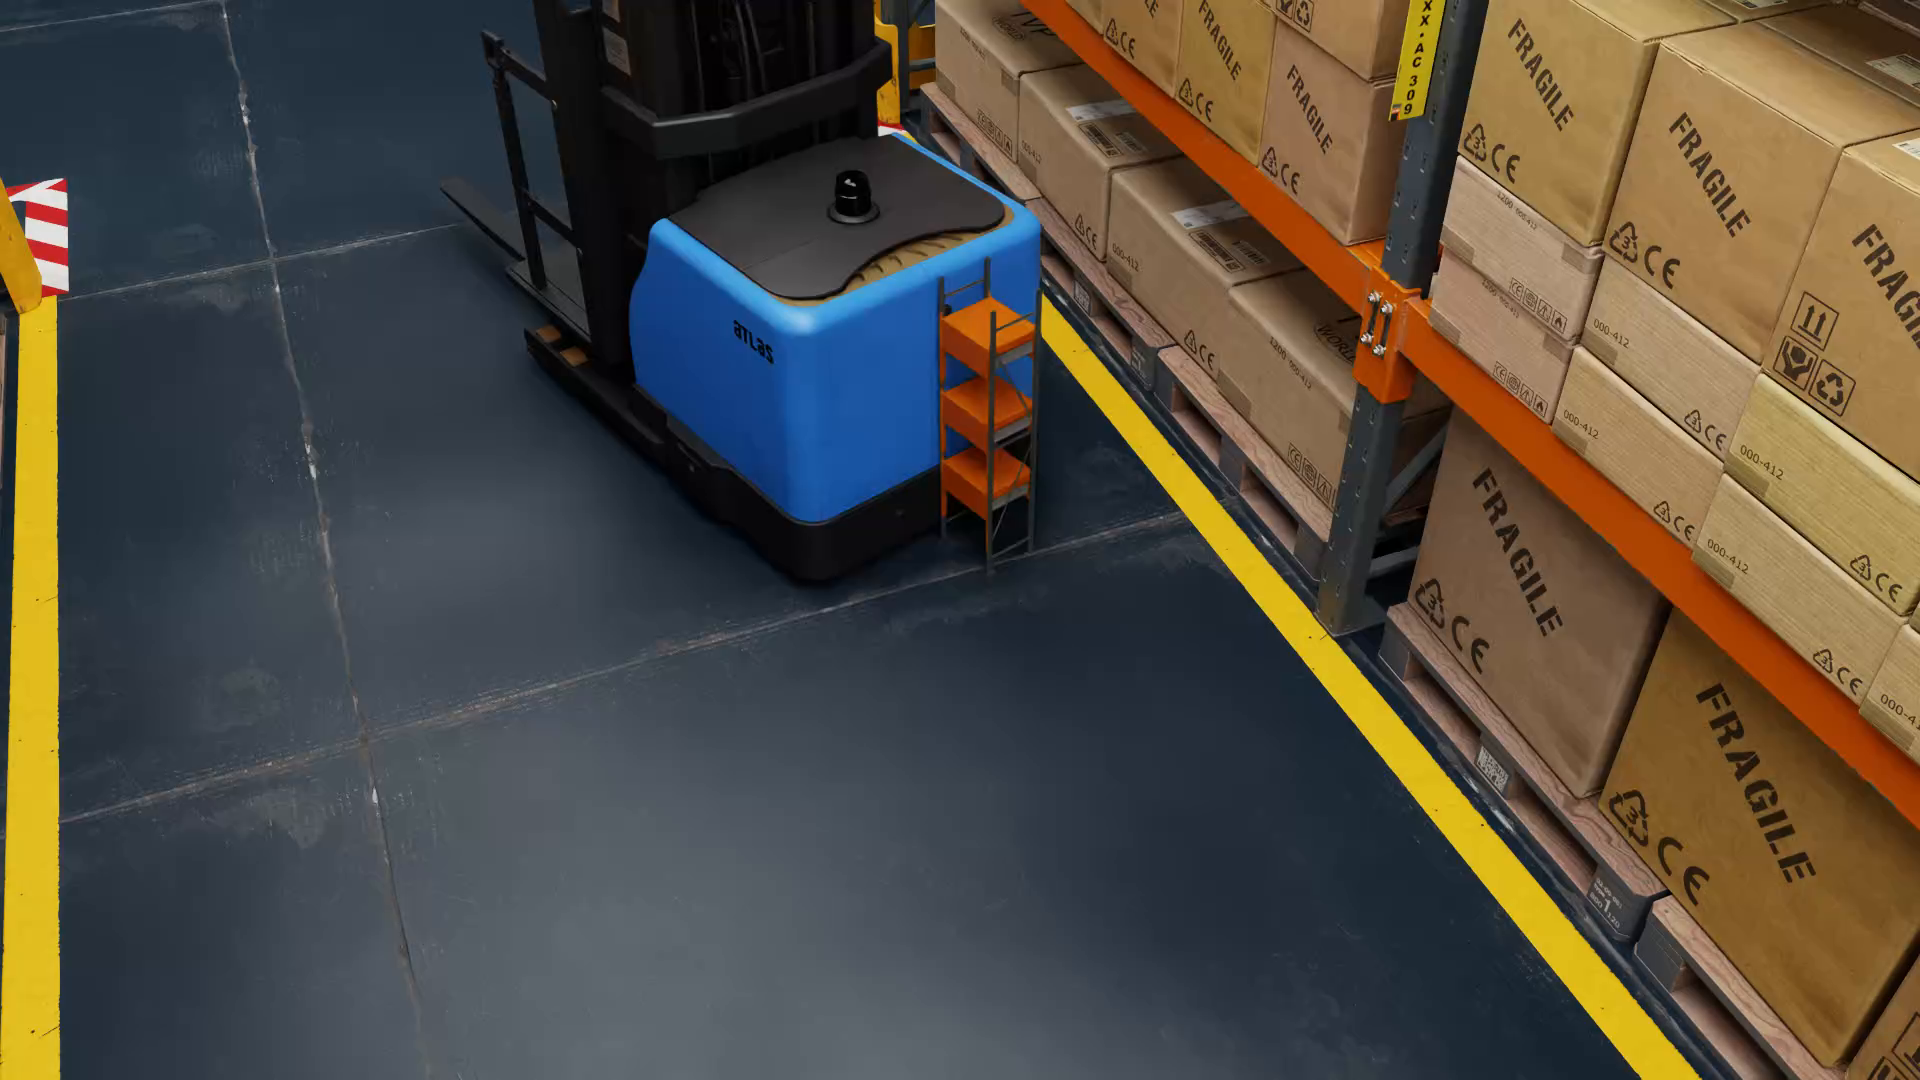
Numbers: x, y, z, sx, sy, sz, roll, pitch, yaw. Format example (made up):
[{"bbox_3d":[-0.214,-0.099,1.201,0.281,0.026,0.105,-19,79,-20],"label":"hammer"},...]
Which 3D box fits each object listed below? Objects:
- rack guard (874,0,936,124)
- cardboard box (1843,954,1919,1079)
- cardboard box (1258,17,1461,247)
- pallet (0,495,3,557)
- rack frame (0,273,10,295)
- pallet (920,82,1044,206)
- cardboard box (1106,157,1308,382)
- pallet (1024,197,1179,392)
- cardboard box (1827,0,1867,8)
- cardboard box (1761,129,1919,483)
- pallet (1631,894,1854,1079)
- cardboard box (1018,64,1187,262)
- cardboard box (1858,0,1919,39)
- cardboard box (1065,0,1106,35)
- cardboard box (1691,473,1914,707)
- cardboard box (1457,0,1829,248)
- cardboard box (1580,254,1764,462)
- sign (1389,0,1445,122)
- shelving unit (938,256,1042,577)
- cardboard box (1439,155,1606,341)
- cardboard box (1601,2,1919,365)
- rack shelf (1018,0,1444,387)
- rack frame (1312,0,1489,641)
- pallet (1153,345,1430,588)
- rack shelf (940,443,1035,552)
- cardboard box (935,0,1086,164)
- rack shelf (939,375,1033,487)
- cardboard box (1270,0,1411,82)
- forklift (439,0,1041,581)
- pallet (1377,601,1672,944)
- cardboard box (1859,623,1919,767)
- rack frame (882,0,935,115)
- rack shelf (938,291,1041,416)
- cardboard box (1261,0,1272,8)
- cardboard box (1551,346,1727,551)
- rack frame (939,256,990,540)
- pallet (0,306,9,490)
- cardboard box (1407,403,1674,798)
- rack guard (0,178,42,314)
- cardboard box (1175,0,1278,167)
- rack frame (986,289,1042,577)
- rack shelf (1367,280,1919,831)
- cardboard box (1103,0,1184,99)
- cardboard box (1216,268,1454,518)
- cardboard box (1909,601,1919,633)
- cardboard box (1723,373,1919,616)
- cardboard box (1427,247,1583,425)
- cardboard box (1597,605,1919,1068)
[{"bbox_3d":[0.104,-2.451,8.217,1.175,0.500,0.348,-15,43,-17],"label":"rack guard"},{"bbox_3d":[2.649,1.106,3.471,0.875,0.875,0.875,-15,43,-16],"label":"cardboard box"},{"bbox_3d":[1.230,-1.229,4.801,0.500,0.500,0.500,-15,43,-16],"label":"cardboard box"},{"bbox_3d":[-3.652,0.246,5.302,1.003,0.211,1.213,-15,43,-17],"label":"pallet"},{"bbox_3d":[-4.422,-2.089,5.879,1.000,3.000,0.127,-15,43,-17],"label":"rack frame"},{"bbox_3d":[0.491,-1.865,7.757,1.003,0.211,1.213,-15,43,-17],"label":"pallet"},{"bbox_3d":[1.159,-1.107,6.380,0.875,0.438,0.875,-16,43,-18],"label":"cardboard box"},{"bbox_3d":[0.954,-1.131,6.904,1.003,0.211,1.213,-15,43,-17],"label":"pallet"},{"bbox_3d":[2.046,-1.186,3.985,0.500,0.500,0.500,-14,43,-15],"label":"cardboard box"},{"bbox_3d":[1.956,-0.453,3.133,0.500,0.500,0.500,-16,43,-18],"label":"cardboard box"},{"bbox_3d":[2.479,1.264,4.118,1.003,0.211,1.213,-15,43,-17],"label":"pallet"},{"bbox_3d":[0.816,-1.651,7.012,0.875,0.438,0.875,-14,43,-16],"label":"cardboard box"},{"bbox_3d":[2.251,-0.876,3.624,0.500,0.500,0.500,-14,43,-16],"label":"cardboard box"},{"bbox_3d":[0.636,-2.156,5.879,0.500,0.500,0.500,-14,43,-15],"label":"cardboard box"},{"bbox_3d":[1.949,0.037,3.522,0.500,0.250,0.500,-15,43,-17],"label":"cardboard box"},{"bbox_3d":[1.546,-1.055,3.833,0.500,0.500,0.500,-15,43,-16],"label":"cardboard box"},{"bbox_3d":[1.777,-0.465,3.722,0.500,0.250,0.500,-14,43,-16],"label":"cardboard box"},{"bbox_3d":[1.131,-1.194,4.113,0.100,0.325,0.005,-15,43,-17],"label":"sign"},{"bbox_3d":[0.091,-0.379,5.385,0.215,1.050,0.252,-28,48,-29],"label":"shelving unit"},{"bbox_3d":[1.551,-0.772,4.079,0.500,0.250,0.500,-16,43,-18],"label":"cardboard box"},{"bbox_3d":[1.766,-0.756,3.485,0.500,0.500,0.500,-15,43,-17],"label":"cardboard box"},{"bbox_3d":[0.878,-1.907,6.219,1.077,0.370,4.000,-15,43,-17],"label":"rack shelf"},{"bbox_3d":[1.643,-0.975,4.583,1.000,3.000,0.127,-15,43,-17],"label":"rack frame"},{"bbox_3d":[1.425,-0.395,6.048,1.003,0.211,1.213,-15,43,-17],"label":"pallet"},{"bbox_3d":[0.091,-0.160,5.573,0.215,0.259,0.240,-28,48,-29],"label":"rack shelf"},{"bbox_3d":[0.458,-2.200,7.651,0.875,0.438,0.875,-17,43,-18],"label":"cardboard box"},{"bbox_3d":[0.091,-0.371,5.392,0.215,0.259,0.240,-28,48,-29],"label":"rack shelf"},{"bbox_3d":[1.208,-1.607,4.475,0.500,0.500,0.500,-15,43,-17],"label":"cardboard box"},{"bbox_3d":[-1.045,-1.874,5.681,1.130,2.935,3.031,-28,48,-29],"label":"forklift"},{"bbox_3d":[2.008,0.528,4.974,1.003,0.211,1.213,-15,43,-17],"label":"pallet"},{"bbox_3d":[2.131,0.340,3.169,0.500,0.250,0.500,-16,43,-18],"label":"cardboard box"},{"bbox_3d":[0.113,-3.385,7.385,1.000,3.000,0.127,-15,43,-17],"label":"rack frame"},{"bbox_3d":[0.091,-0.586,5.207,0.215,0.259,0.240,-28,48,-29],"label":"rack shelf"},{"bbox_3d":[1.021,-1.915,4.833,0.500,0.500,0.500,-16,43,-17],"label":"cardboard box"},{"bbox_3d":[1.767,-0.276,3.885,0.500,0.250,0.500,-16,43,-18],"label":"cardboard box"},{"bbox_3d":[0.014,-0.440,5.457,0.200,1.050,0.008,-28,48,-29],"label":"rack frame"},{"bbox_3d":[-4.114,-0.488,6.155,1.003,0.211,1.213,-15,43,-17],"label":"pallet"},{"bbox_3d":[1.955,0.025,4.728,0.875,0.875,0.875,-14,43,-16],"label":"cardboard box"},{"bbox_3d":[-4.393,-1.095,6.640,1.175,0.500,0.348,-15,43,-17],"label":"rack guard"},{"bbox_3d":[1.028,-1.537,5.160,0.500,0.500,0.500,-16,43,-18],"label":"cardboard box"},{"bbox_3d":[0.169,-0.317,5.313,0.200,1.050,0.008,-28,48,-29],"label":"rack frame"},{"bbox_3d":[2.409,0.502,3.417,1.077,0.370,4.000,-15,43,-17],"label":"rack shelf"},{"bbox_3d":[0.822,-1.836,5.508,0.500,0.500,0.500,-16,43,-17],"label":"cardboard box"},{"bbox_3d":[1.502,-0.568,5.753,0.875,0.438,0.875,-16,43,-17],"label":"cardboard box"},{"bbox_3d":[2.141,0.149,3.007,0.500,0.250,0.500,-16,43,-18],"label":"cardboard box"},{"bbox_3d":[1.945,-0.155,3.361,0.500,0.250,0.500,-15,43,-16],"label":"cardboard box"},{"bbox_3d":[1.568,-0.587,4.247,0.500,0.250,0.500,-16,43,-18],"label":"cardboard box"},{"bbox_3d":[2.307,0.567,4.098,0.875,0.875,0.875,-14,43,-16],"label":"cardboard box"}]
